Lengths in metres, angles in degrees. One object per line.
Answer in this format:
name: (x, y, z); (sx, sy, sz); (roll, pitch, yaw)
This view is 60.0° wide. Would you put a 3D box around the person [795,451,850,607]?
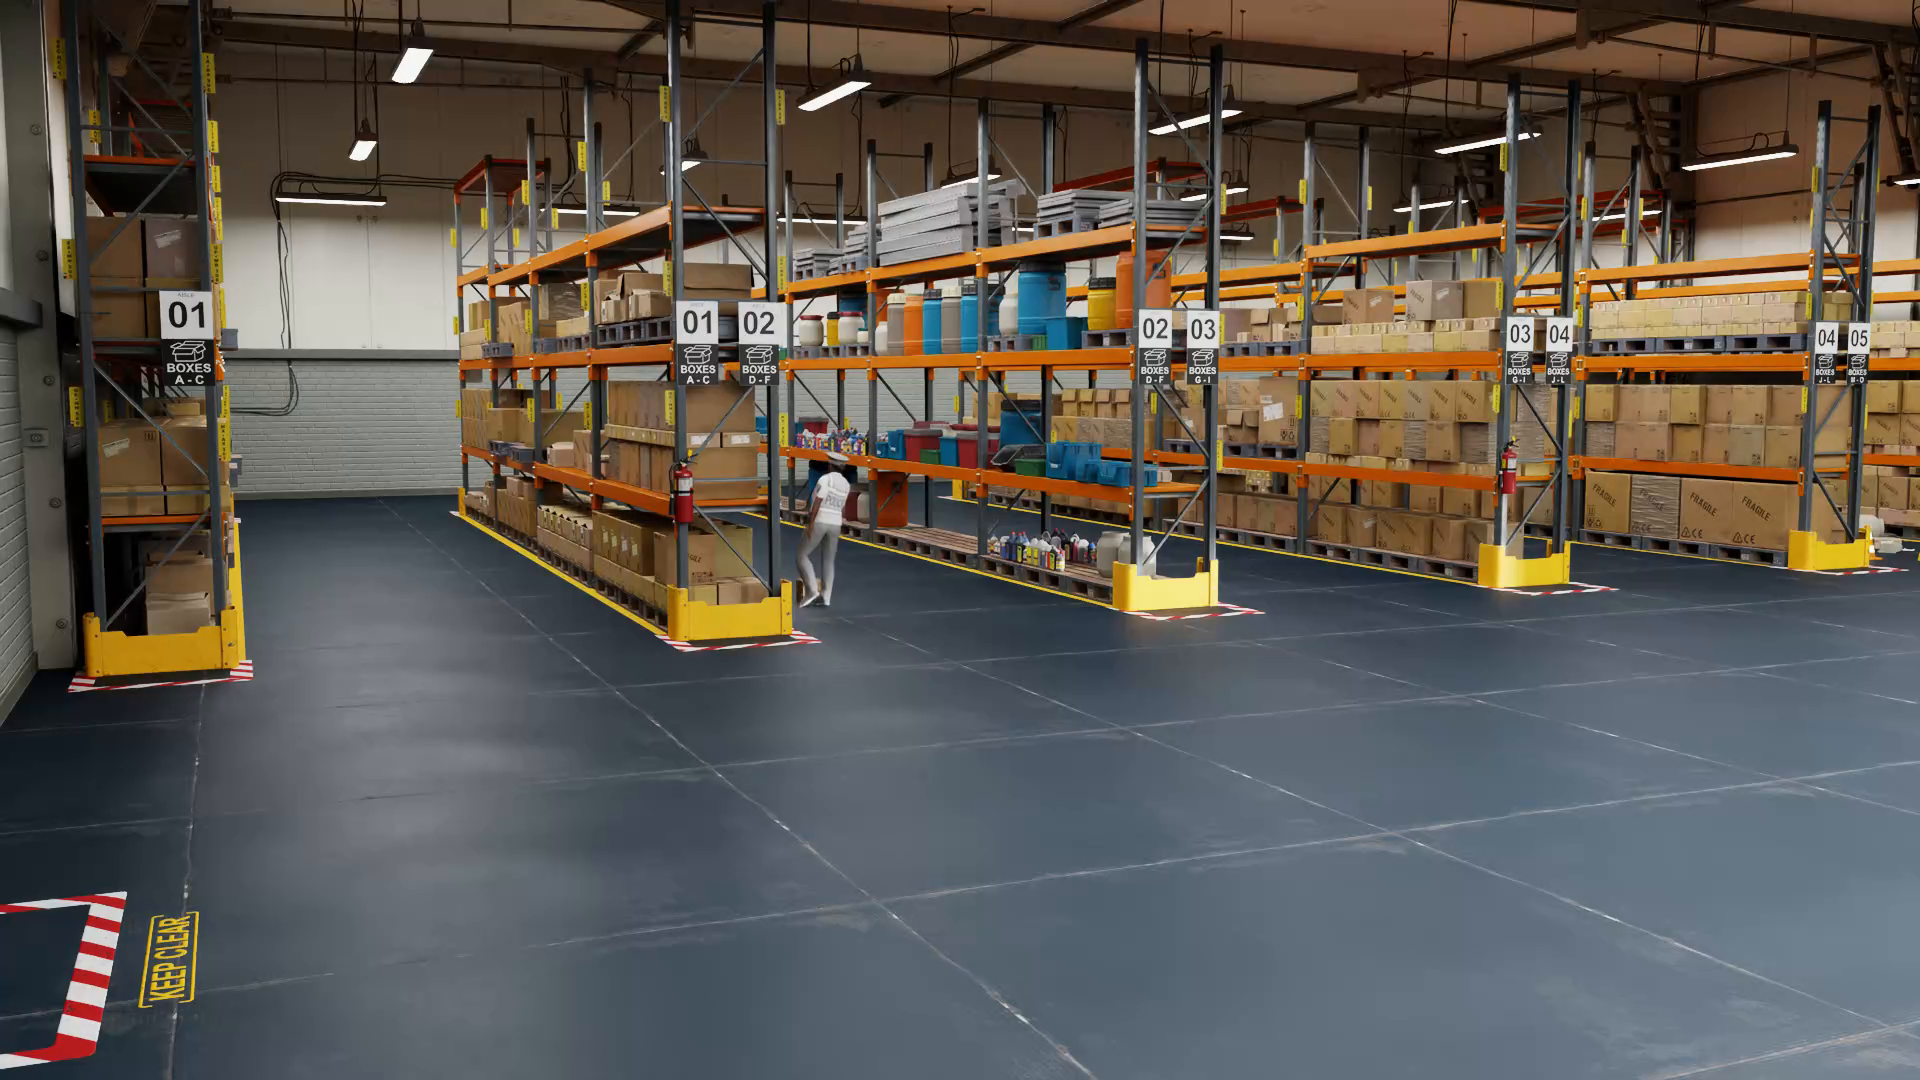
person: (-1.507, -0.112, 17.978); (0.636, 1.683, 0.483); (-4, 7, -37)
